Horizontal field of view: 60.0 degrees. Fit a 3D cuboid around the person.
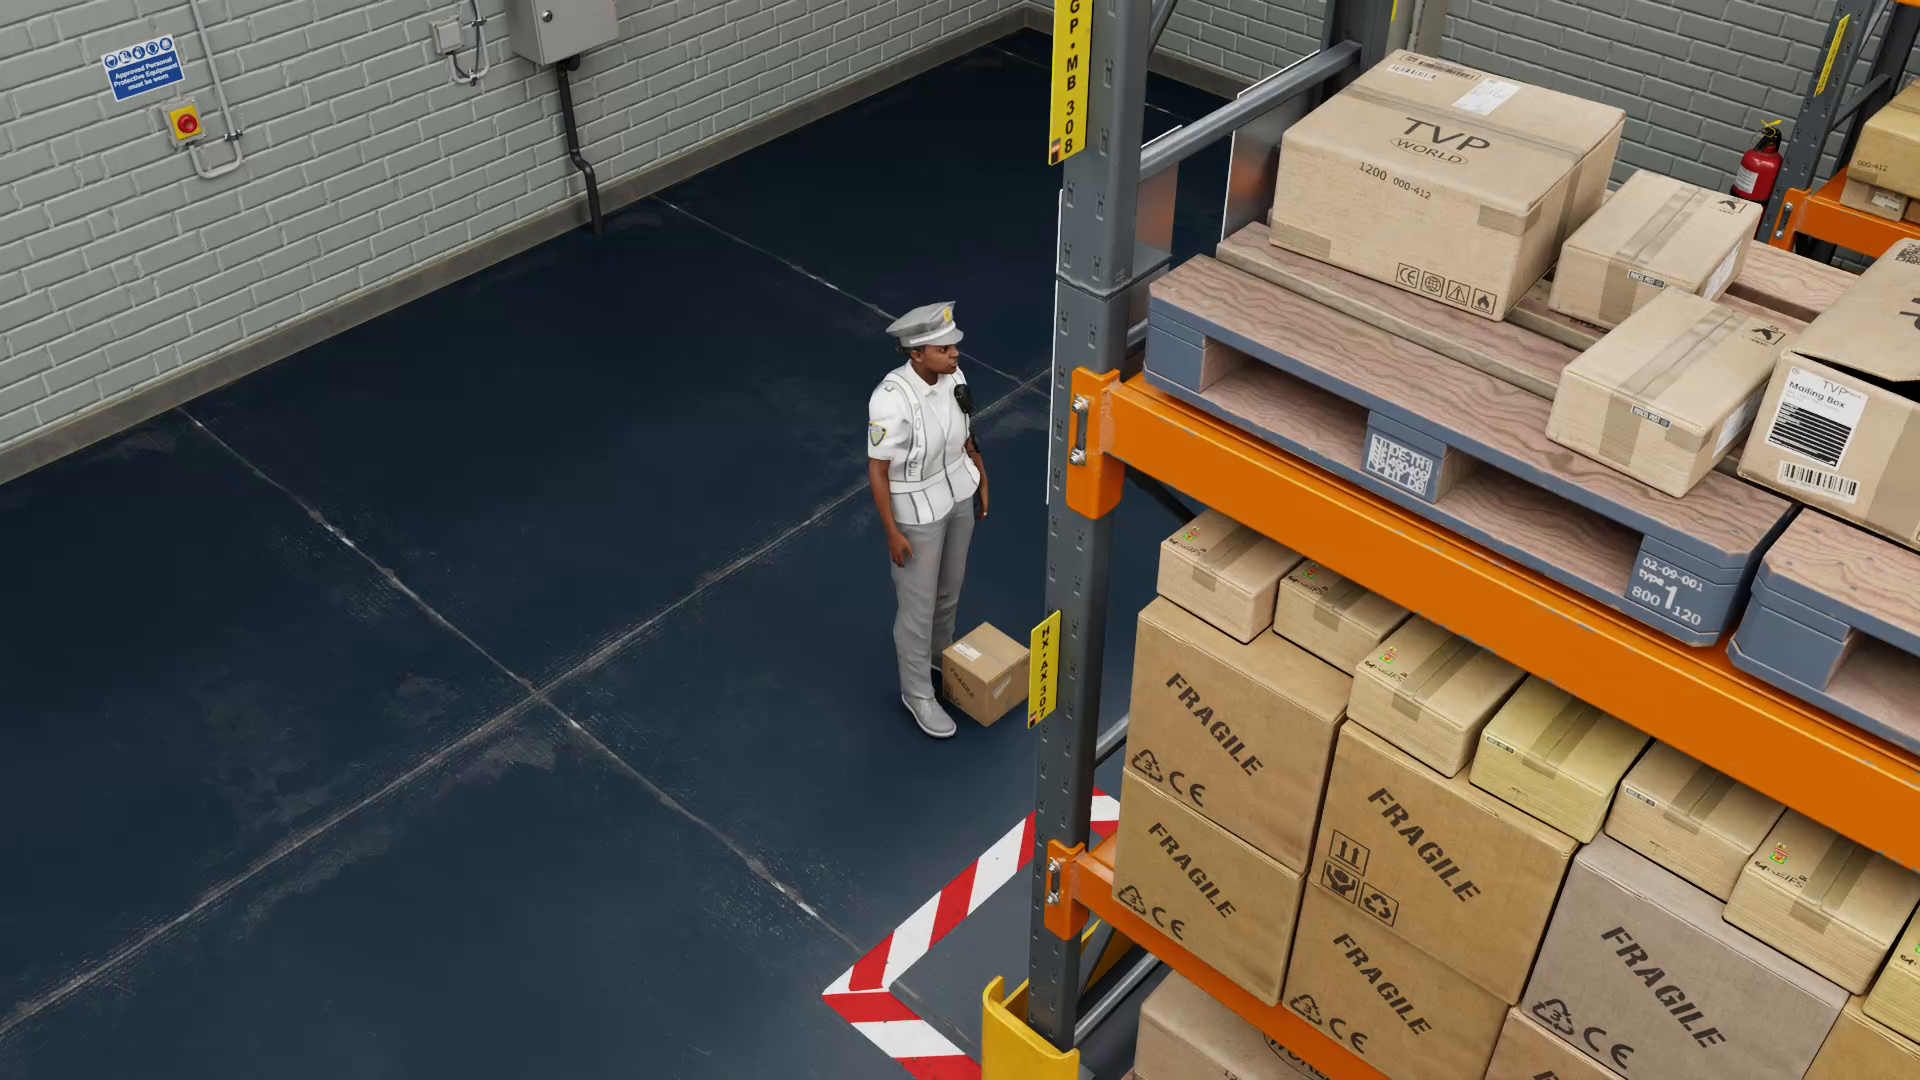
[{"bbox_3d":[-0.070,-0.100,6.236,0.530,1.695,0.569,30,48,31],"label":"person"}]
